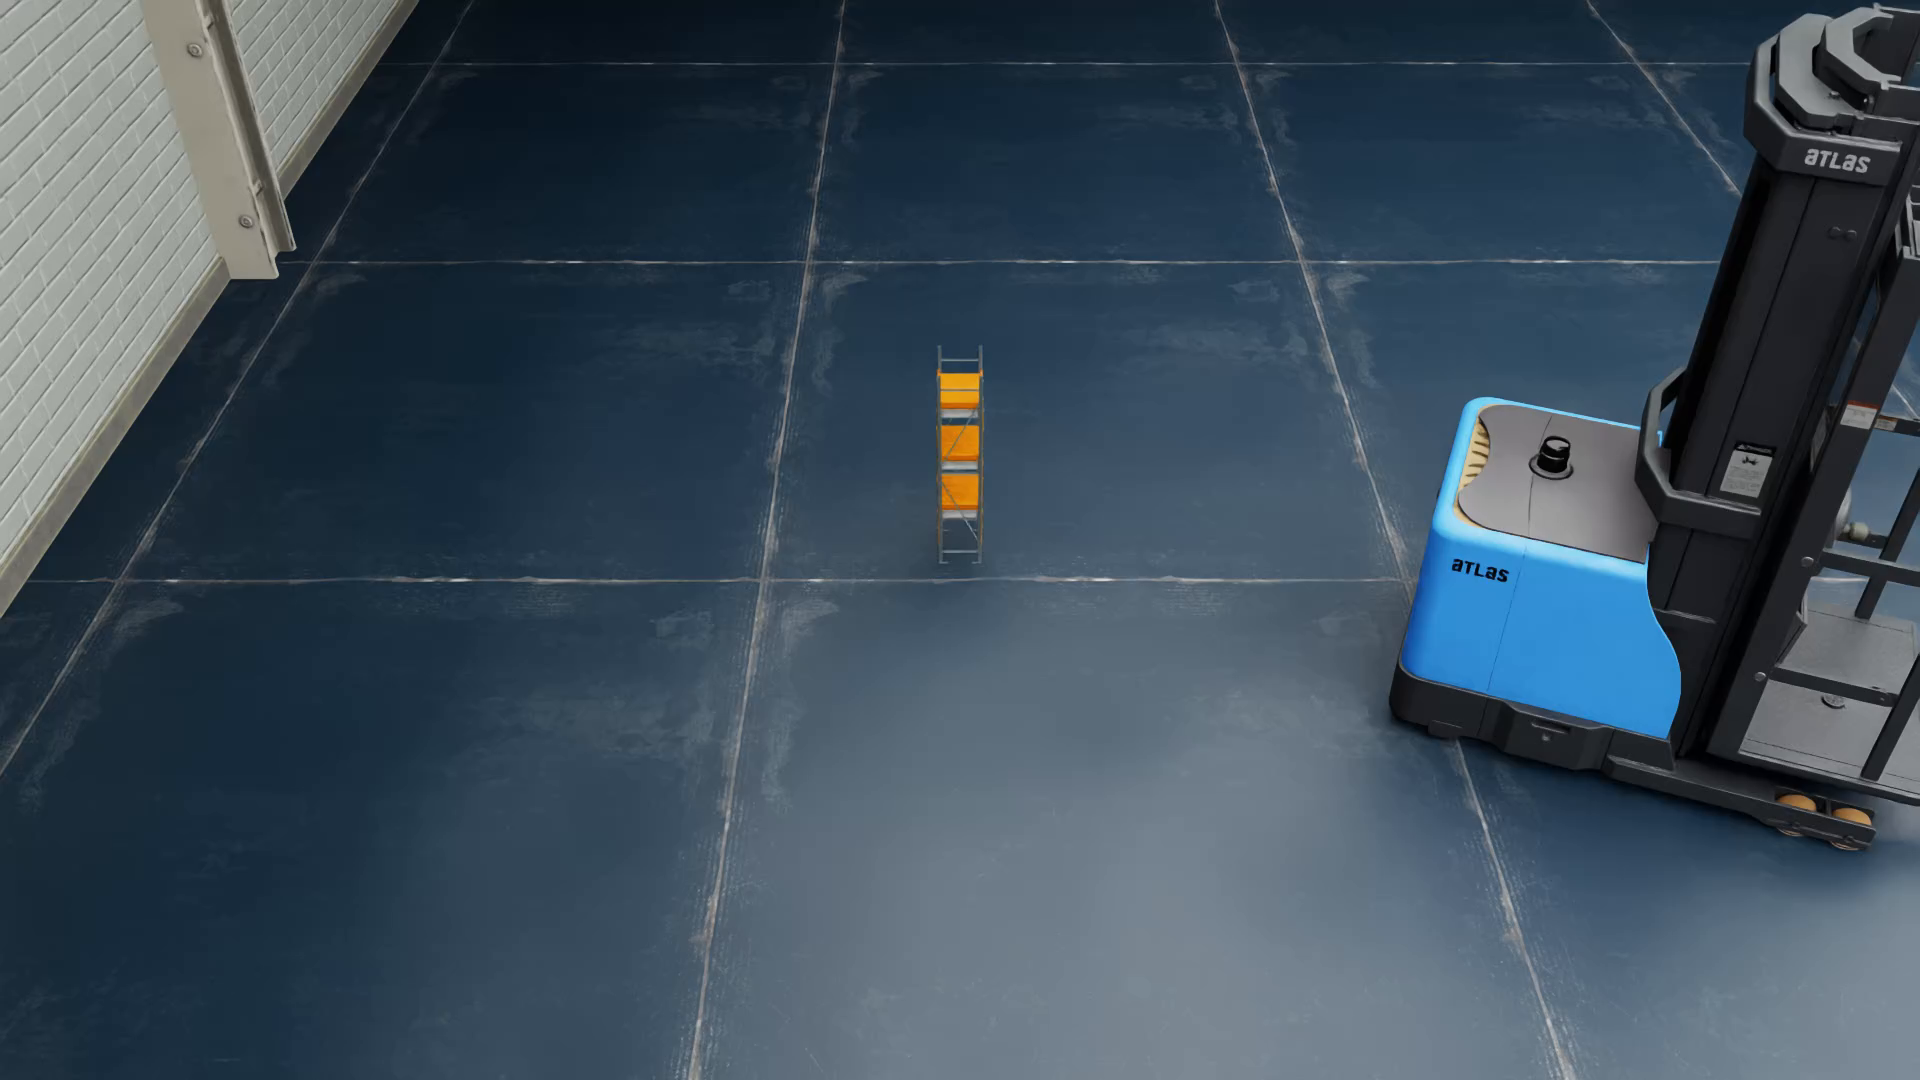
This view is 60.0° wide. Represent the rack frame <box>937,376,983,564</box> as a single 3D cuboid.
[{"bbox_3d":[0.000,-0.300,7.530,0.200,1.050,0.008,0,39,0],"label":"rack frame"}]

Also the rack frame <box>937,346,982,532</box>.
[{"bbox_3d":[0.000,-0.453,7.721,0.200,1.050,0.008,0,39,0],"label":"rack frame"}]

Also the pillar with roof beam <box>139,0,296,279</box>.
[{"bbox_3d":[0.062,-5.200,7.288,9.100,9.000,0.400,0,39,0],"label":"pillar with roof beam"}]

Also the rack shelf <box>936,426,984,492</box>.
[{"bbox_3d":[0.000,-0.368,7.632,0.215,0.259,0.240,0,39,0],"label":"rack shelf"}]

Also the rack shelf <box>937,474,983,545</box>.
[{"bbox_3d":[0.000,-0.151,7.806,0.215,0.259,0.240,0,39,0],"label":"rack shelf"}]

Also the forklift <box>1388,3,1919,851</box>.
[{"bbox_3d":[3.379,-0.313,6.043,3.031,2.935,1.130,14,41,17],"label":"forklift"}]

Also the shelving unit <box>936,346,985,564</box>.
[{"bbox_3d":[0.000,-0.376,7.625,0.215,1.050,0.252,0,39,0],"label":"shelving unit"}]

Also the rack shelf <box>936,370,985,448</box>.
[{"bbox_3d":[0.000,-0.589,7.455,0.215,0.259,0.240,0,39,0],"label":"rack shelf"}]
